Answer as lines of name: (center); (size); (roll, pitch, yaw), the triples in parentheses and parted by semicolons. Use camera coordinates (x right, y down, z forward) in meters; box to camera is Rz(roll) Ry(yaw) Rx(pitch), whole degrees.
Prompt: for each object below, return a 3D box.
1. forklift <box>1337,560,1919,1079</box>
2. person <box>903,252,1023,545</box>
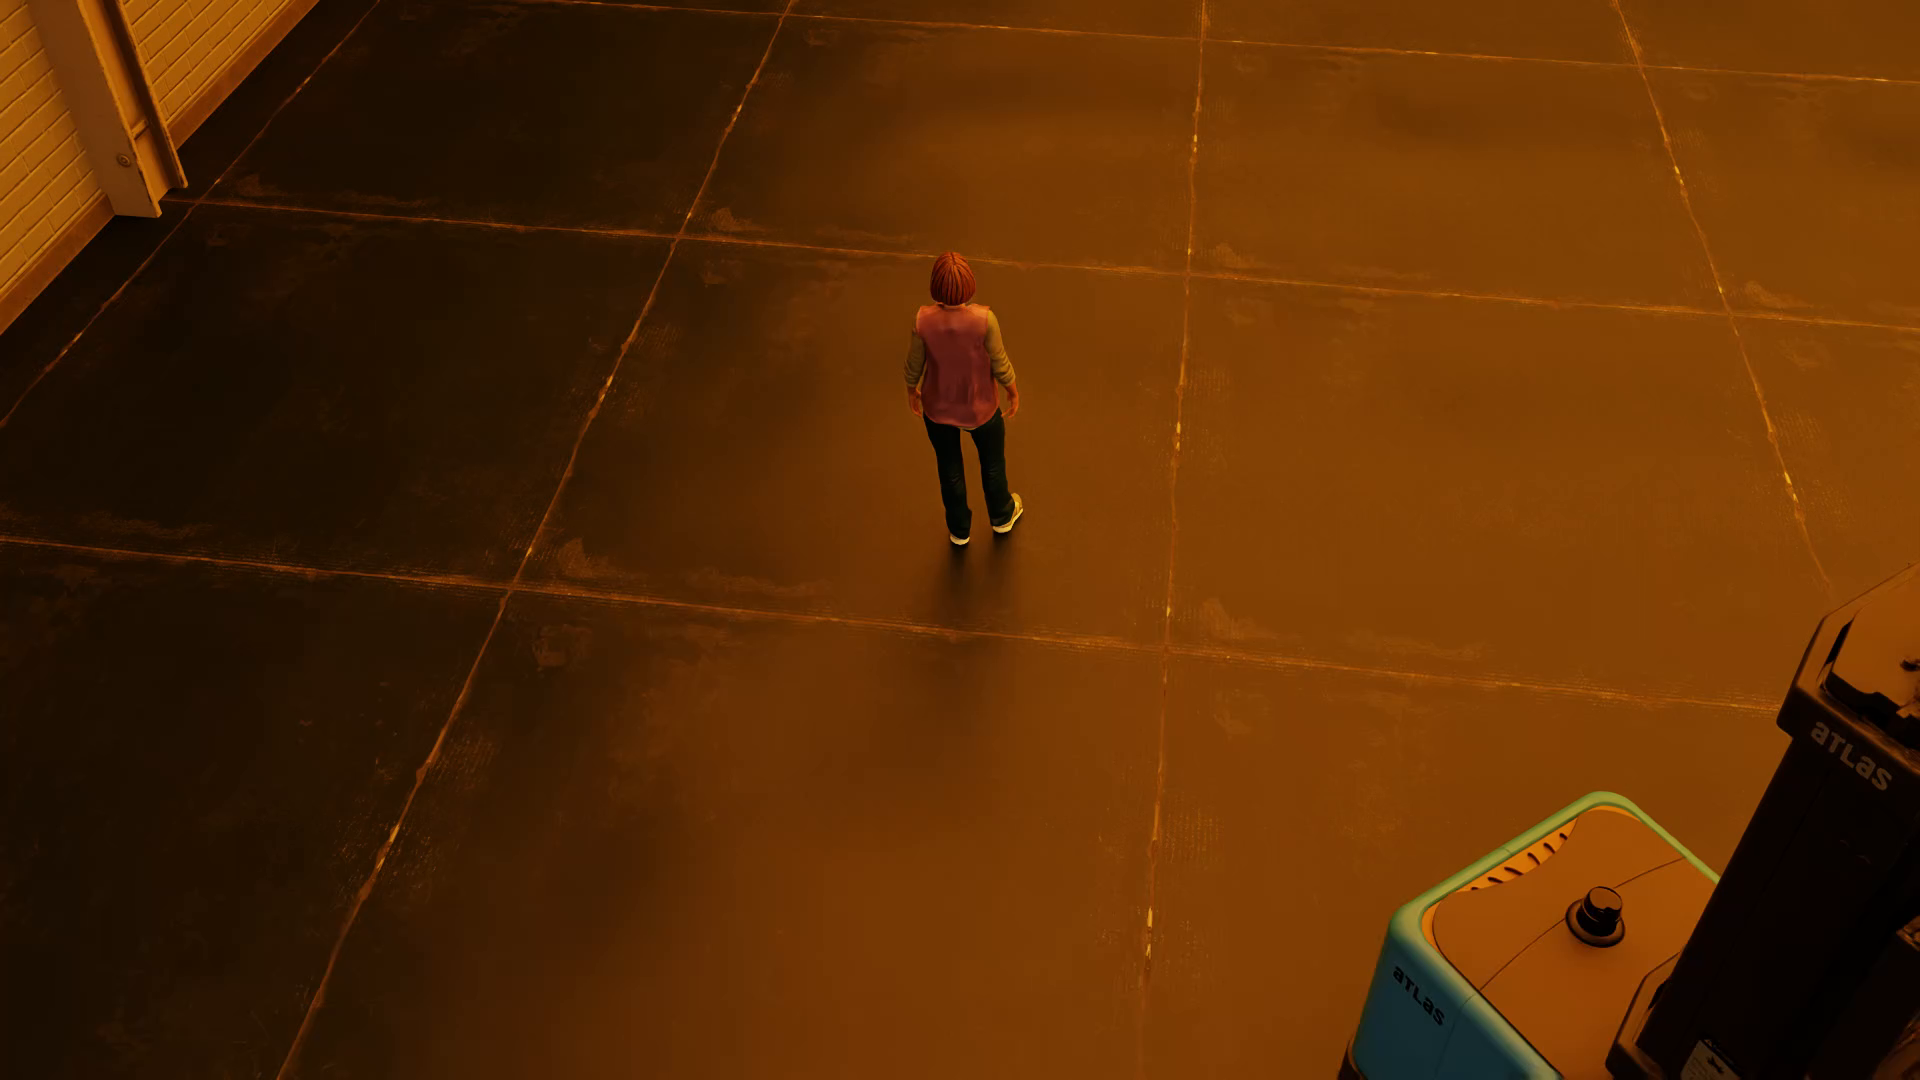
forklift: (2.507, 1.526, 4.063); (1.130, 2.935, 3.031); (-23, 47, -23)
person: (0.024, -0.643, 7.399); (0.520, 1.599, 0.473); (5, 43, 6)
